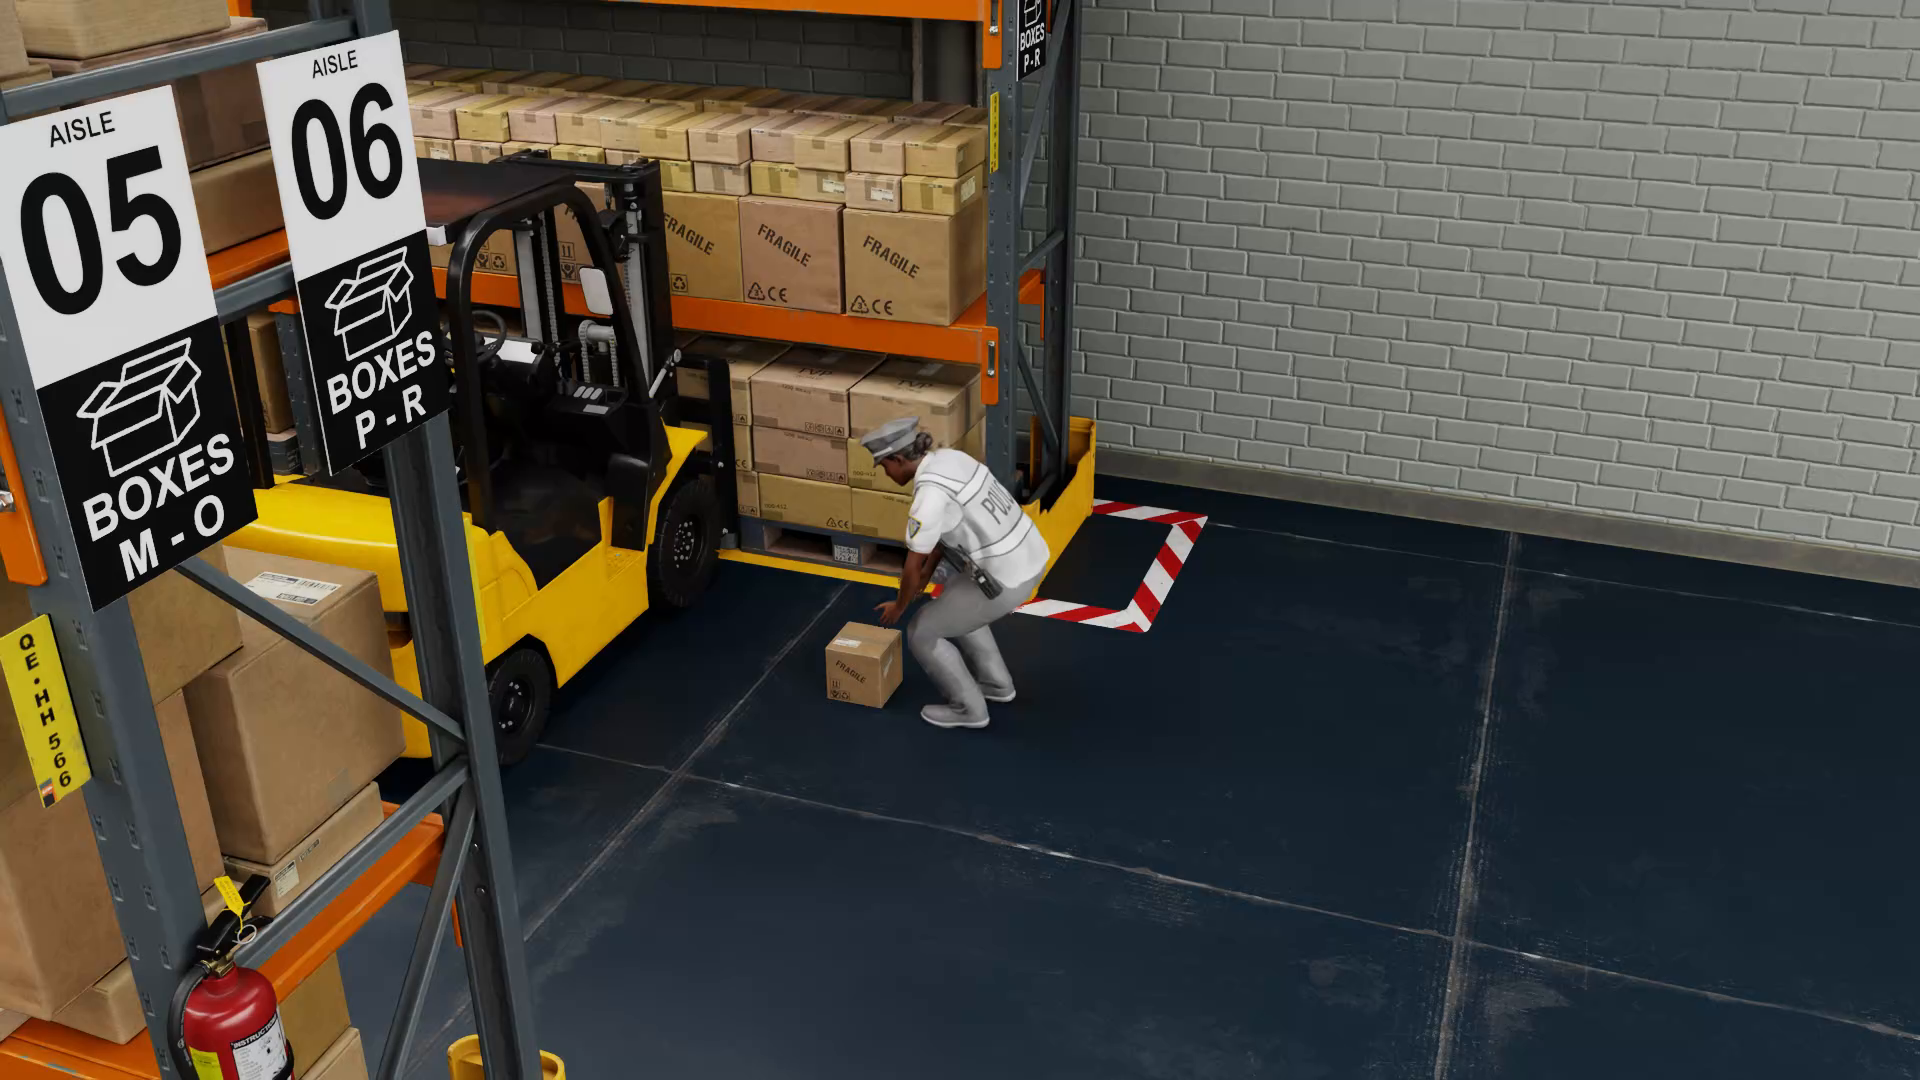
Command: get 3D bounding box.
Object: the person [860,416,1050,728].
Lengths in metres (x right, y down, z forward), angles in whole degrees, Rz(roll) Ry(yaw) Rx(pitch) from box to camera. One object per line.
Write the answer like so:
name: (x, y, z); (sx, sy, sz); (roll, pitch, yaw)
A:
person: (-0.037, 0.137, 6.751); (0.738, 1.303, 0.496); (9, 27, 18)
